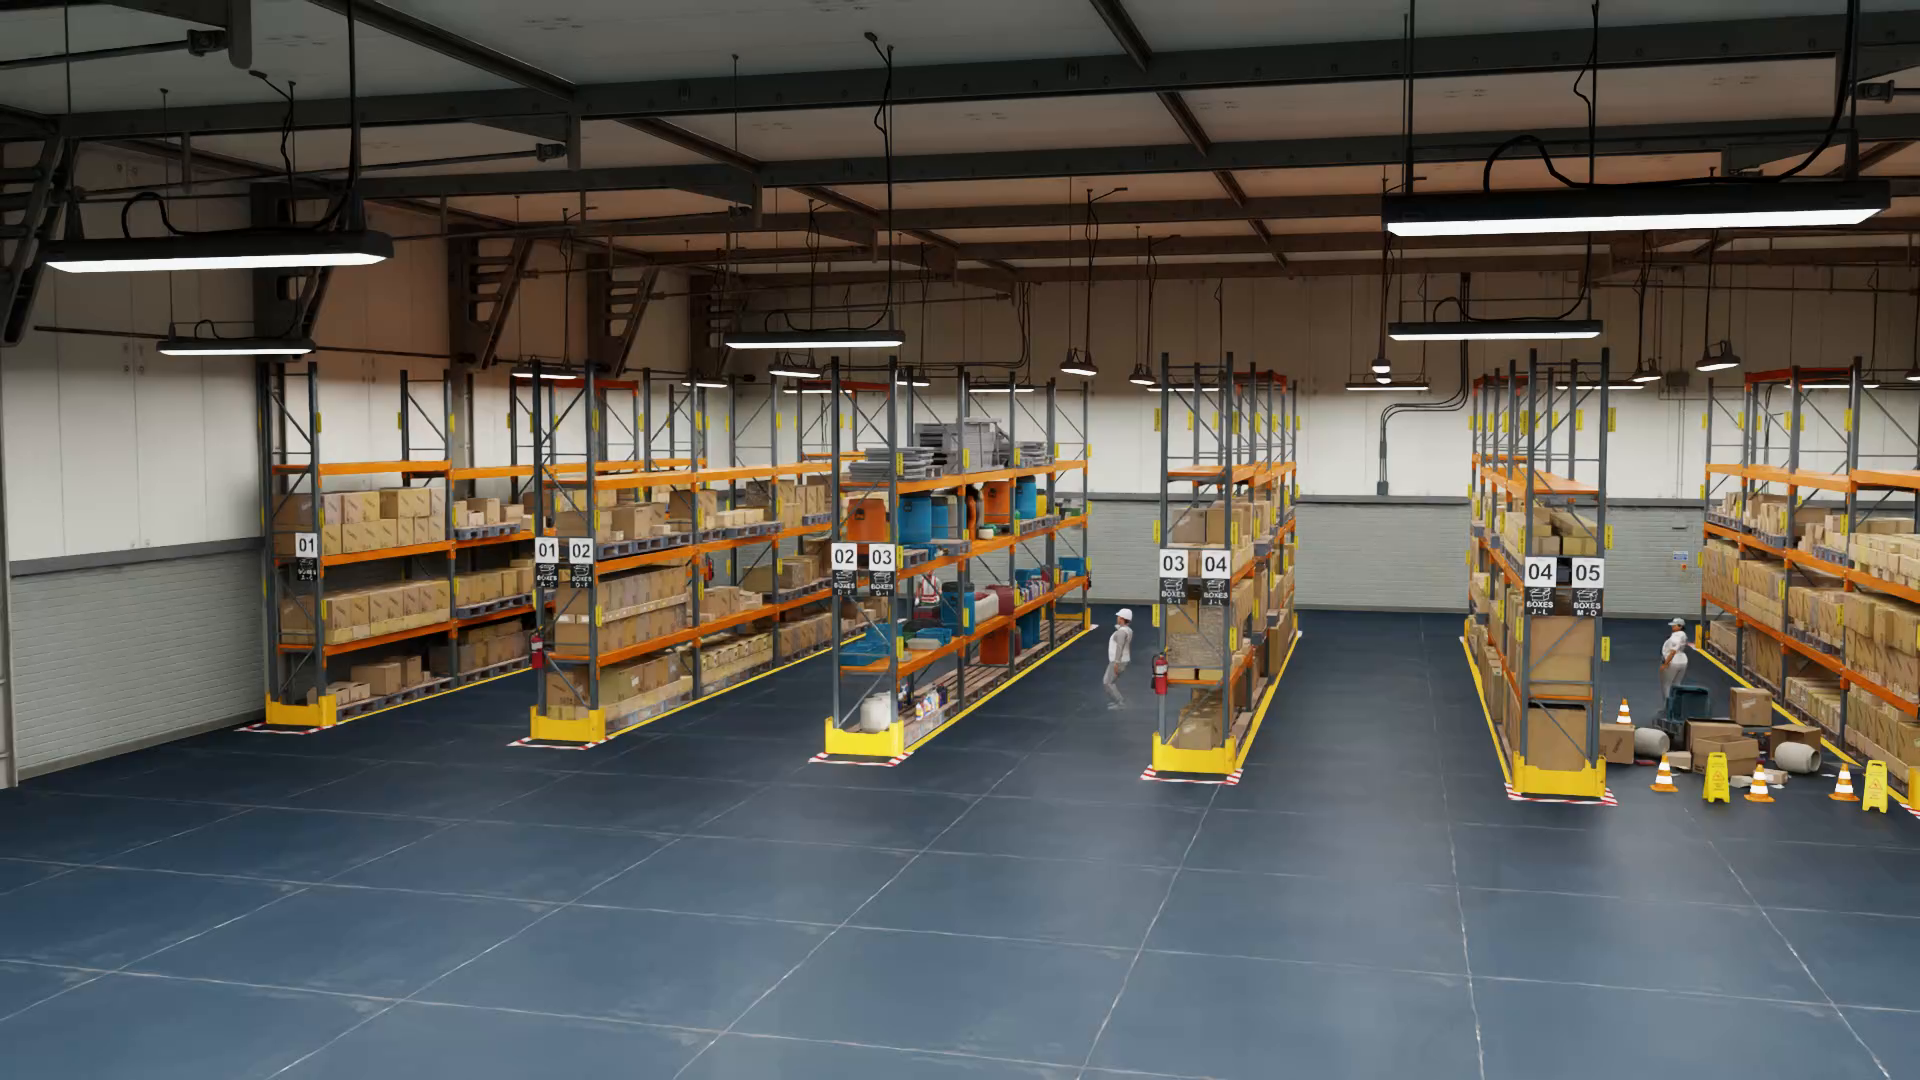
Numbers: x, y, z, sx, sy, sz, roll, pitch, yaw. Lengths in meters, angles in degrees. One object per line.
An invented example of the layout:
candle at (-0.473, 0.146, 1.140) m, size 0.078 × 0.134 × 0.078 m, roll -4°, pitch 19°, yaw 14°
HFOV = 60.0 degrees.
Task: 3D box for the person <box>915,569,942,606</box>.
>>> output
person at (-0.736, 1.470, 38.319) m, size 0.665 × 1.813 × 0.877 m, roll 1°, pitch 4°, yaw 14°

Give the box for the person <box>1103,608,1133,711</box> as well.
person at (2.601, 1.954, 27.427) m, size 0.491 × 1.663 × 0.575 m, roll 0°, pitch 4°, yaw 4°

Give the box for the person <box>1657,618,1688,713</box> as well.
person at (12.279, 2.208, 28.673) m, size 0.547 × 1.735 × 0.467 m, roll -2°, pitch 5°, yaw -32°
